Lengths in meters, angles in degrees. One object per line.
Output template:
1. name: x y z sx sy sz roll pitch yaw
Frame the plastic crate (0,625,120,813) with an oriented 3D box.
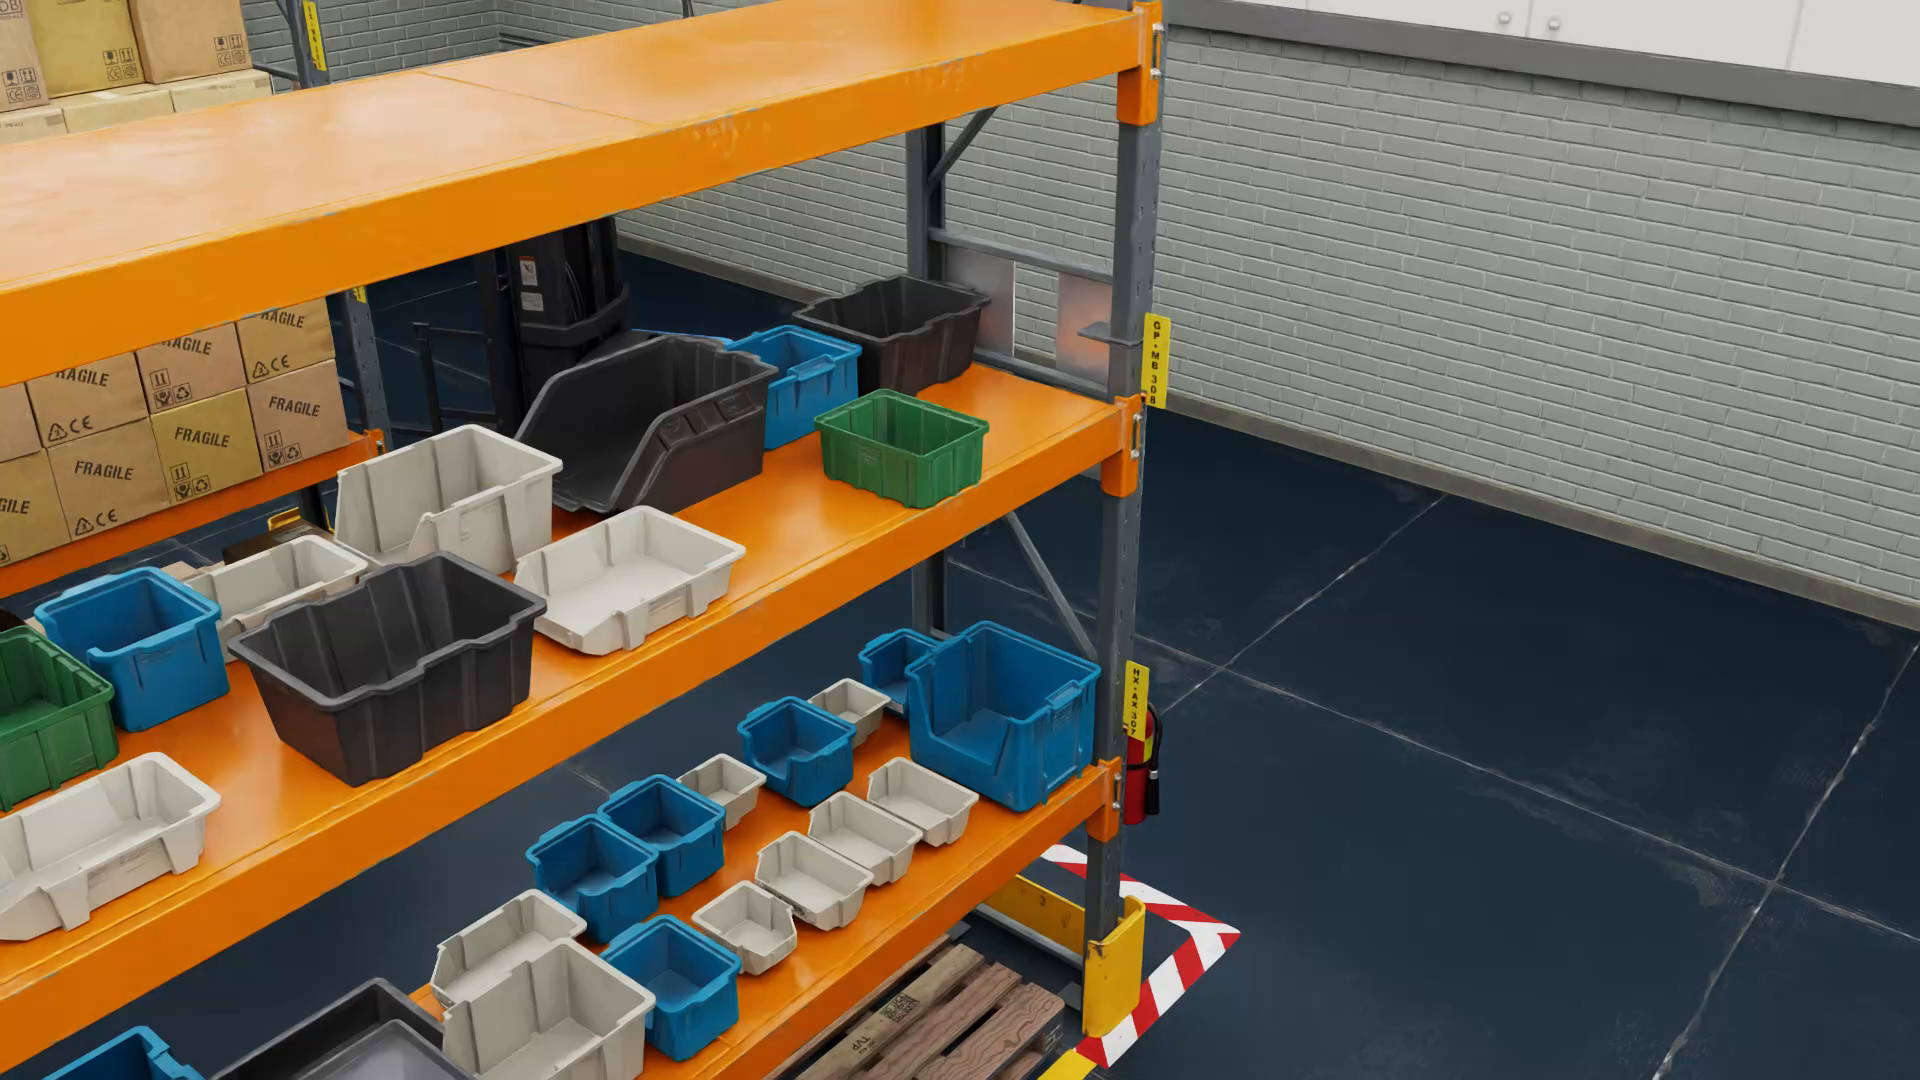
1. plastic crate: -2.281 0.466 3.682 0.450 0.188 0.662 21 34 34

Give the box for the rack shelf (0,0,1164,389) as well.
1. rack shelf: -1.045 -0.934 4.111 1.077 0.370 4.000 21 34 34

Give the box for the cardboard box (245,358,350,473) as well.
1. cardboard box: -3.667 -0.730 8.920 0.500 0.500 0.500 22 35 36

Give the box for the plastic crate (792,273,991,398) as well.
1. plastic crate: -0.233 -0.695 5.838 0.497 0.269 0.590 21 34 34

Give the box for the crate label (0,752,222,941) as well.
1. crate label: -1.783 0.639 3.405 0.293 0.136 0.466 21 34 34

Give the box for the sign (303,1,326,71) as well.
1. sign: -3.177 -2.481 8.184 0.100 0.325 0.005 21 34 34

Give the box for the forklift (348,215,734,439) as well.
1. forklift: -3.048 -1.662 10.904 3.031 2.935 1.130 7 28 13

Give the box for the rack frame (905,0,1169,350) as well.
1. rack frame: 0.227 -2.140 5.225 1.000 3.000 0.127 21 34 34

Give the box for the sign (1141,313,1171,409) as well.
1. sign: 0.662 -0.606 5.638 0.100 0.325 0.005 21 34 34

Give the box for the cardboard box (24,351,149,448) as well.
1. cardboard box: -4.310 -0.810 7.986 0.500 0.500 0.500 22 34 36

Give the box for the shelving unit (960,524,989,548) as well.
1. shelving unit: 0.034 -0.485 10.677 0.215 1.050 0.252 21 34 34

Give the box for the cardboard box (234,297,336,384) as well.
1. cardboard box: -3.664 -1.175 8.691 0.500 0.500 0.500 20 34 34

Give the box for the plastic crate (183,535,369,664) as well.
1. plastic crate: -1.802 0.166 4.320 0.293 0.136 0.466 21 34 34

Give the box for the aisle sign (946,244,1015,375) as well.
1. aisle sign: 0.044 -0.742 6.223 0.394 0.787 0.004 21 34 34

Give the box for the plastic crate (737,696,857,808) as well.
1. plastic crate: -0.603 0.797 6.193 0.416 0.233 0.300 21 34 34

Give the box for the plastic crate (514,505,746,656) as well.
1. plastic crate: -0.896 0.115 4.418 0.437 0.136 0.530 21 34 34

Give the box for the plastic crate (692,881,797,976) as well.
1. plastic crate: -0.680 1.272 5.380 0.298 0.136 0.250 21 34 34

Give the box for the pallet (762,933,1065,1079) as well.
1. pallet: -0.327 2.044 6.701 1.003 0.211 1.213 21 34 34

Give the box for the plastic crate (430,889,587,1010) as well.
1. plastic crate: -1.441 1.328 5.272 0.293 0.136 0.466 21 34 34

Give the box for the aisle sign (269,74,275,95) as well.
1. aisle sign: -3.776 -2.189 9.019 0.394 0.787 0.004 21 34 34

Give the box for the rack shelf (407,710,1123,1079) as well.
1. rack shelf: -1.045 1.553 5.398 1.077 0.370 4.000 21 34 34

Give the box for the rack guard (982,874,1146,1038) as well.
1. rack guard: 0.232 1.623 7.201 1.175 0.500 0.348 21 34 34

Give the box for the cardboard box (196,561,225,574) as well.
1. cardboard box: -4.283 0.275 9.690 0.380 0.166 0.250 21 34 34

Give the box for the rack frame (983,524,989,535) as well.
1. rack frame: 0.112 -0.529 10.761 0.200 1.050 0.008 21 34 34

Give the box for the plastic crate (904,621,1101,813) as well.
1. plastic crate: 0.158 0.656 6.246 0.616 0.435 0.499 21 34 34

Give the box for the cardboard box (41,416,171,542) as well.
1. cardboard box: -4.316 -0.370 8.224 0.500 0.500 0.500 21 34 35

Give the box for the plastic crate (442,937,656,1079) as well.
1. plastic crate: -1.204 1.481 4.818 0.437 0.282 0.530 21 34 34

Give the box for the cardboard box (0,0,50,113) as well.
1. cardboard box: -4.526 -2.197 7.403 0.700 0.500 0.500 21 34 34

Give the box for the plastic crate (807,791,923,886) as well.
1. plastic crate: -0.347 1.056 5.798 0.396 0.136 0.243 21 34 34

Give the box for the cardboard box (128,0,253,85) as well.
1. cardboard box: -3.907 -2.558 8.101 0.700 0.500 0.500 21 34 34

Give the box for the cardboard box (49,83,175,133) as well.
1. cardboard box: -4.040 -1.978 7.795 0.500 0.250 0.500 21 34 34

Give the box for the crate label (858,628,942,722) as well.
1. crate label: -0.184 0.564 6.645 0.416 0.233 0.303 21 34 34

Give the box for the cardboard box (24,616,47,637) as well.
1. cardboard box: -4.793 0.566 9.037 0.500 0.250 0.500 21 34 34

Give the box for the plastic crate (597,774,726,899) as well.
1. plastic crate: -1.021 1.030 5.742 0.416 0.233 0.300 21 34 34

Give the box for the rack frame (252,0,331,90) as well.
1. rack frame: -3.593 -3.589 8.026 1.000 3.000 0.127 21 34 34

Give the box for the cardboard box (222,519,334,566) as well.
1. cardboard box: -3.748 0.255 9.366 0.500 0.500 0.500 21 34 34

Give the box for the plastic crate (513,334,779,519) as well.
1. plastic crate: -0.957 -0.319 5.036 0.504 0.338 0.767 21 34 34
